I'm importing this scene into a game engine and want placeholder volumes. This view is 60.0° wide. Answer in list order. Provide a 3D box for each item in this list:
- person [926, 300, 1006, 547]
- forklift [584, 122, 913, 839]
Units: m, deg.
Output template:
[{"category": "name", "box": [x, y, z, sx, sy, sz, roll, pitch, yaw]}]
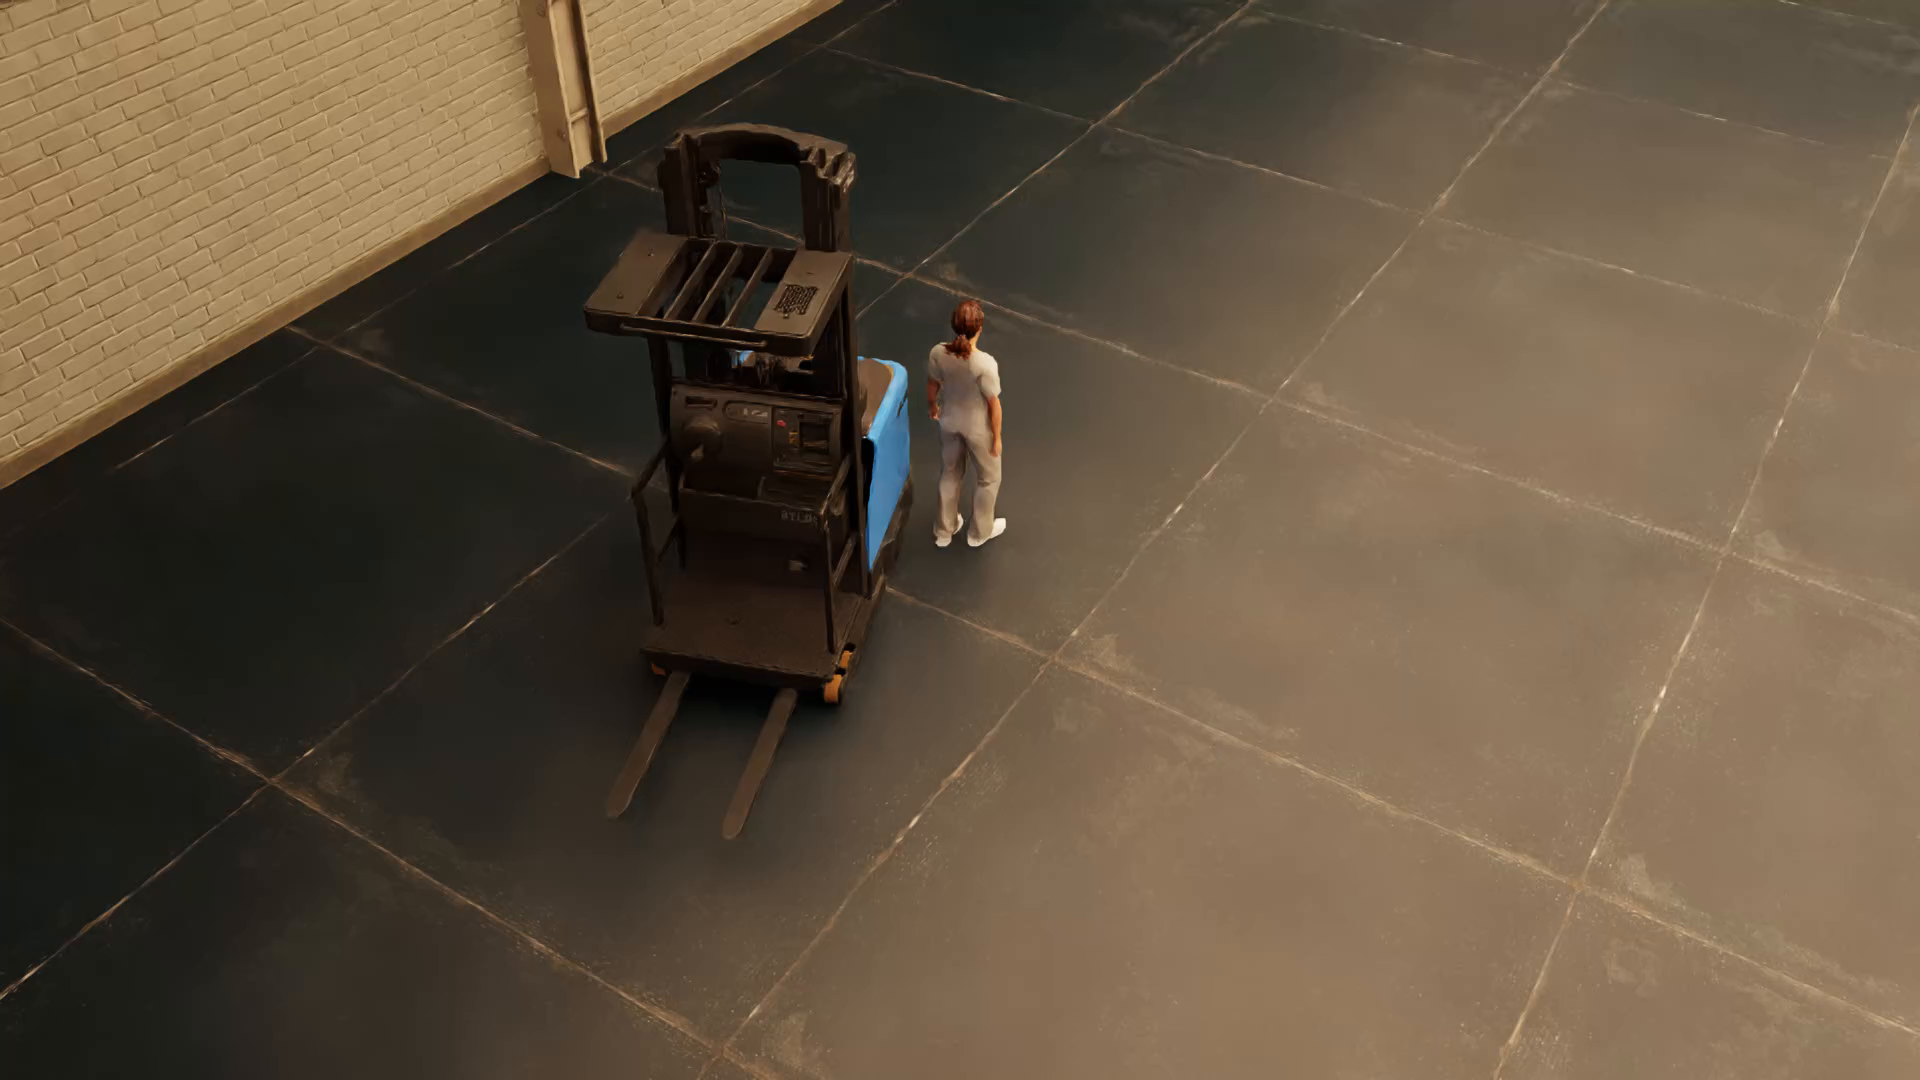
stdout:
[{"category": "person", "box": [0.024, -0.674, 9.754, 0.545, 1.668, 0.398, 19, 44, 21]}, {"category": "forklift", "box": [-1.113, -0.486, 8.540, 1.130, 2.935, 3.031, 8, 41, 9]}]
